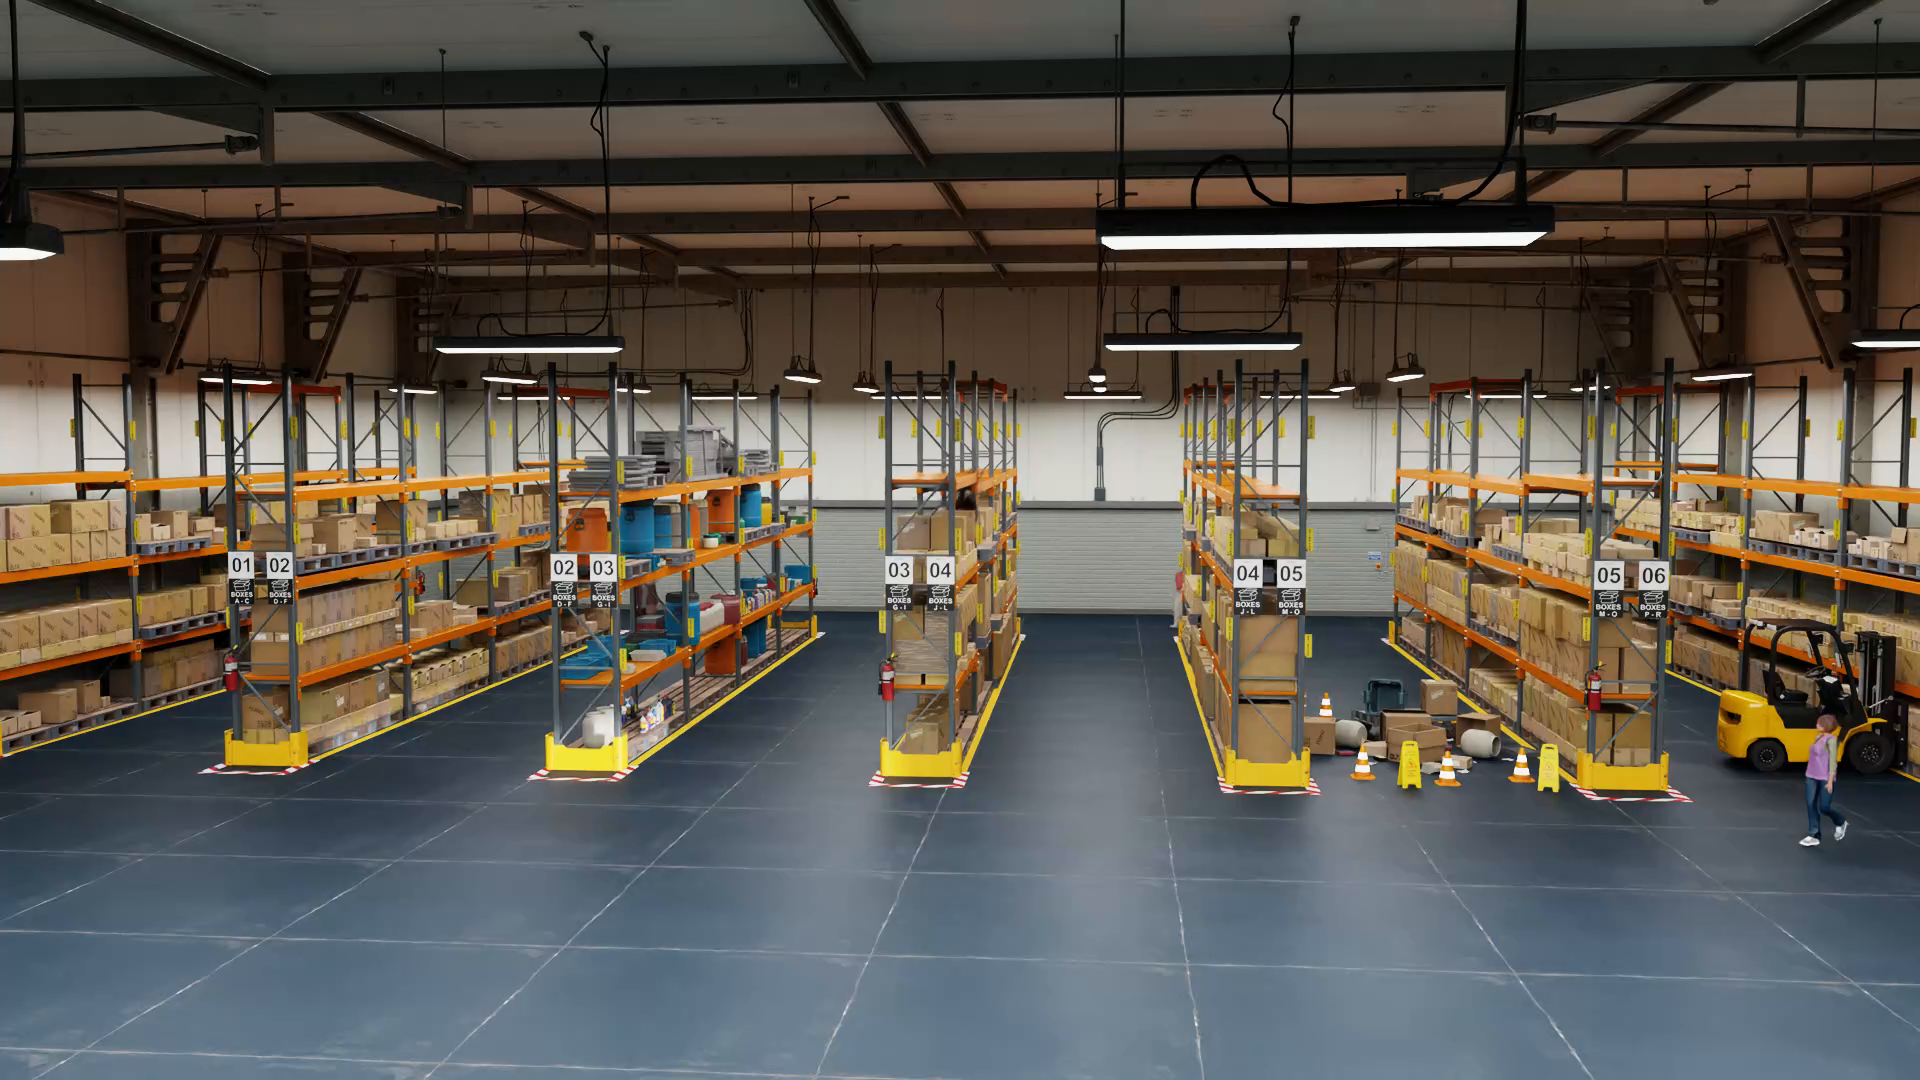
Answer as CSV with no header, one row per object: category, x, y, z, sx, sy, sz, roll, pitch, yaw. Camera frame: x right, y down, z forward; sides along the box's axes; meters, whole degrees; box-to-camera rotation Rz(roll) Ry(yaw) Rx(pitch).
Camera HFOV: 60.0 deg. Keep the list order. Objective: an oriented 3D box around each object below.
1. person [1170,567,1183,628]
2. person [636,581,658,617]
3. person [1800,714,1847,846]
person,5.674,1.393,42.144,0.575,1.678,1.021,2,4,31
person,-7.417,1.549,38.956,0.574,1.724,1.101,0,4,0
person,10.410,2.881,19.992,0.579,1.587,0.415,-2,4,-27
